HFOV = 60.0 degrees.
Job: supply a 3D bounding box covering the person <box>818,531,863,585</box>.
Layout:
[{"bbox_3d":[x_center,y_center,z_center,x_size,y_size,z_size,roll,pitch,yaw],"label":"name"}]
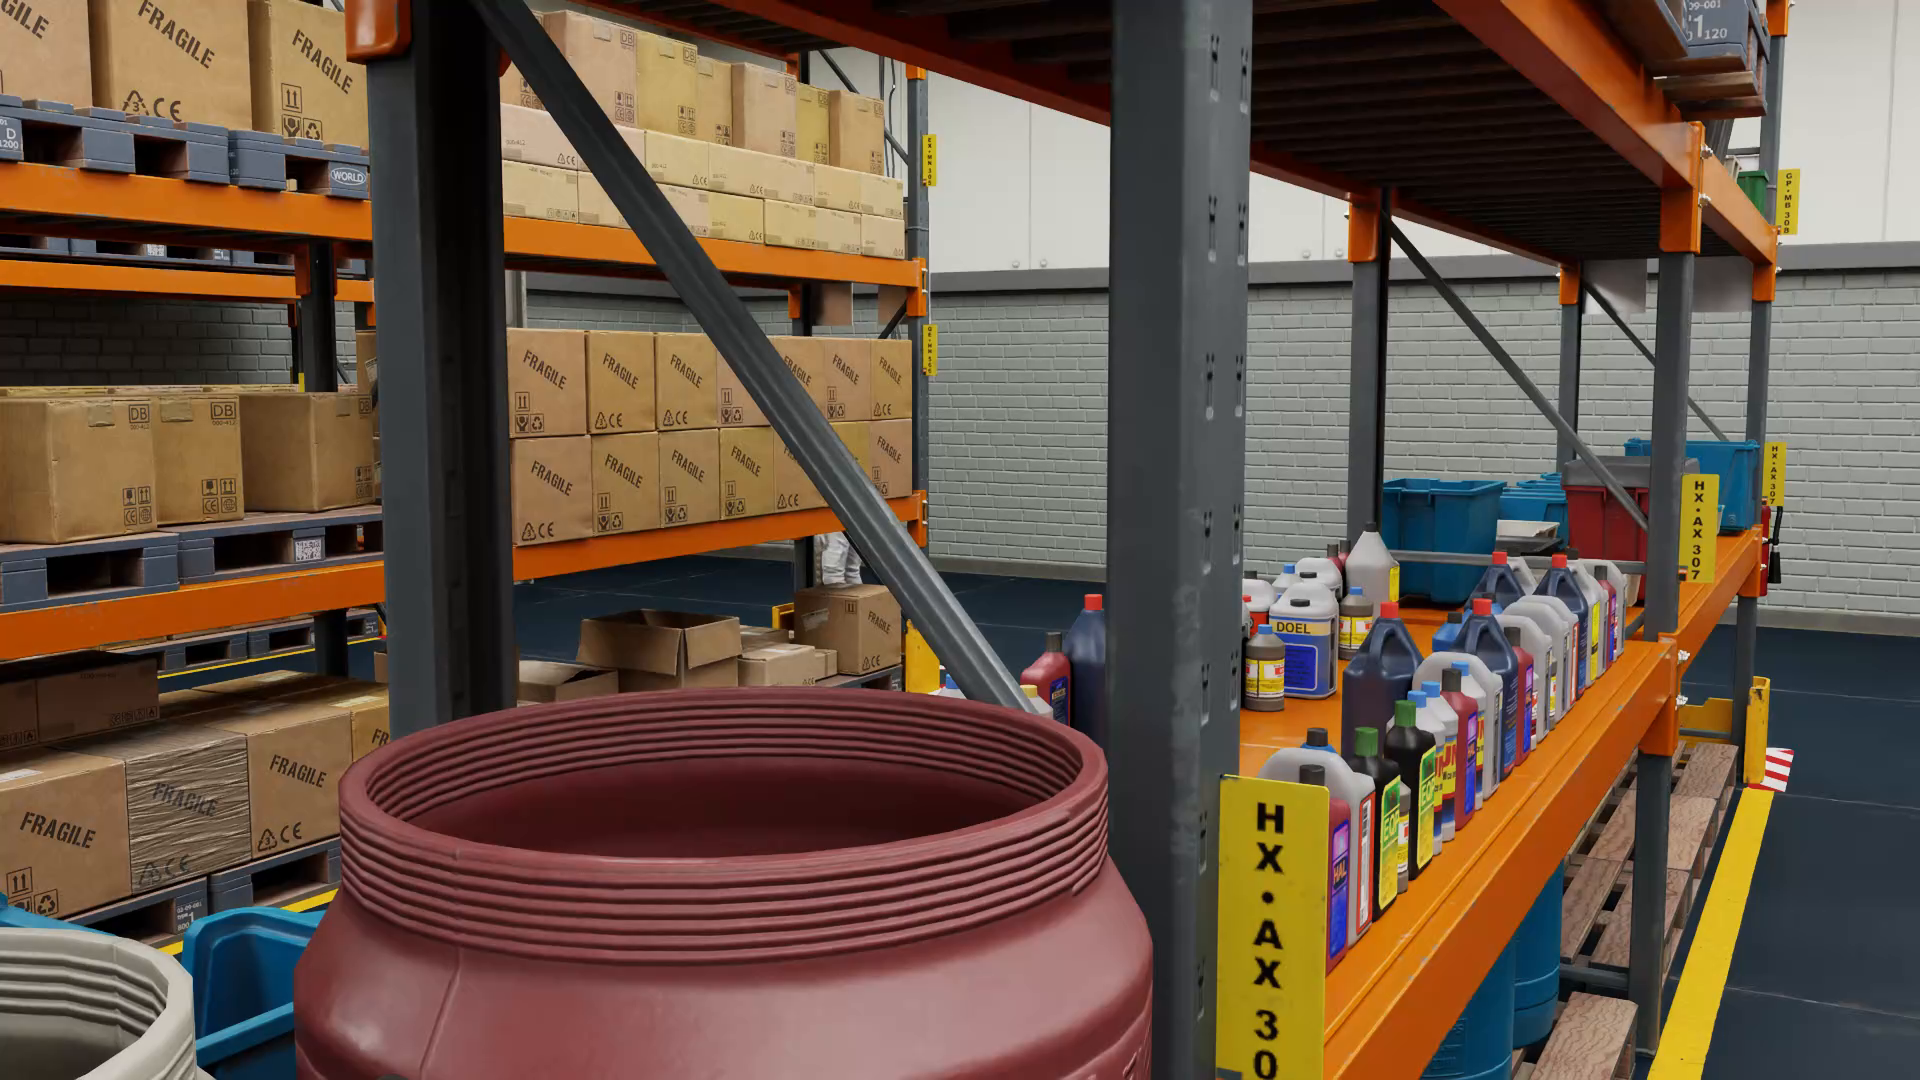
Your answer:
[{"bbox_3d":[-0.932,-0.103,13.031,0.452,1.775,0.601,3,7,26],"label":"person"}]
